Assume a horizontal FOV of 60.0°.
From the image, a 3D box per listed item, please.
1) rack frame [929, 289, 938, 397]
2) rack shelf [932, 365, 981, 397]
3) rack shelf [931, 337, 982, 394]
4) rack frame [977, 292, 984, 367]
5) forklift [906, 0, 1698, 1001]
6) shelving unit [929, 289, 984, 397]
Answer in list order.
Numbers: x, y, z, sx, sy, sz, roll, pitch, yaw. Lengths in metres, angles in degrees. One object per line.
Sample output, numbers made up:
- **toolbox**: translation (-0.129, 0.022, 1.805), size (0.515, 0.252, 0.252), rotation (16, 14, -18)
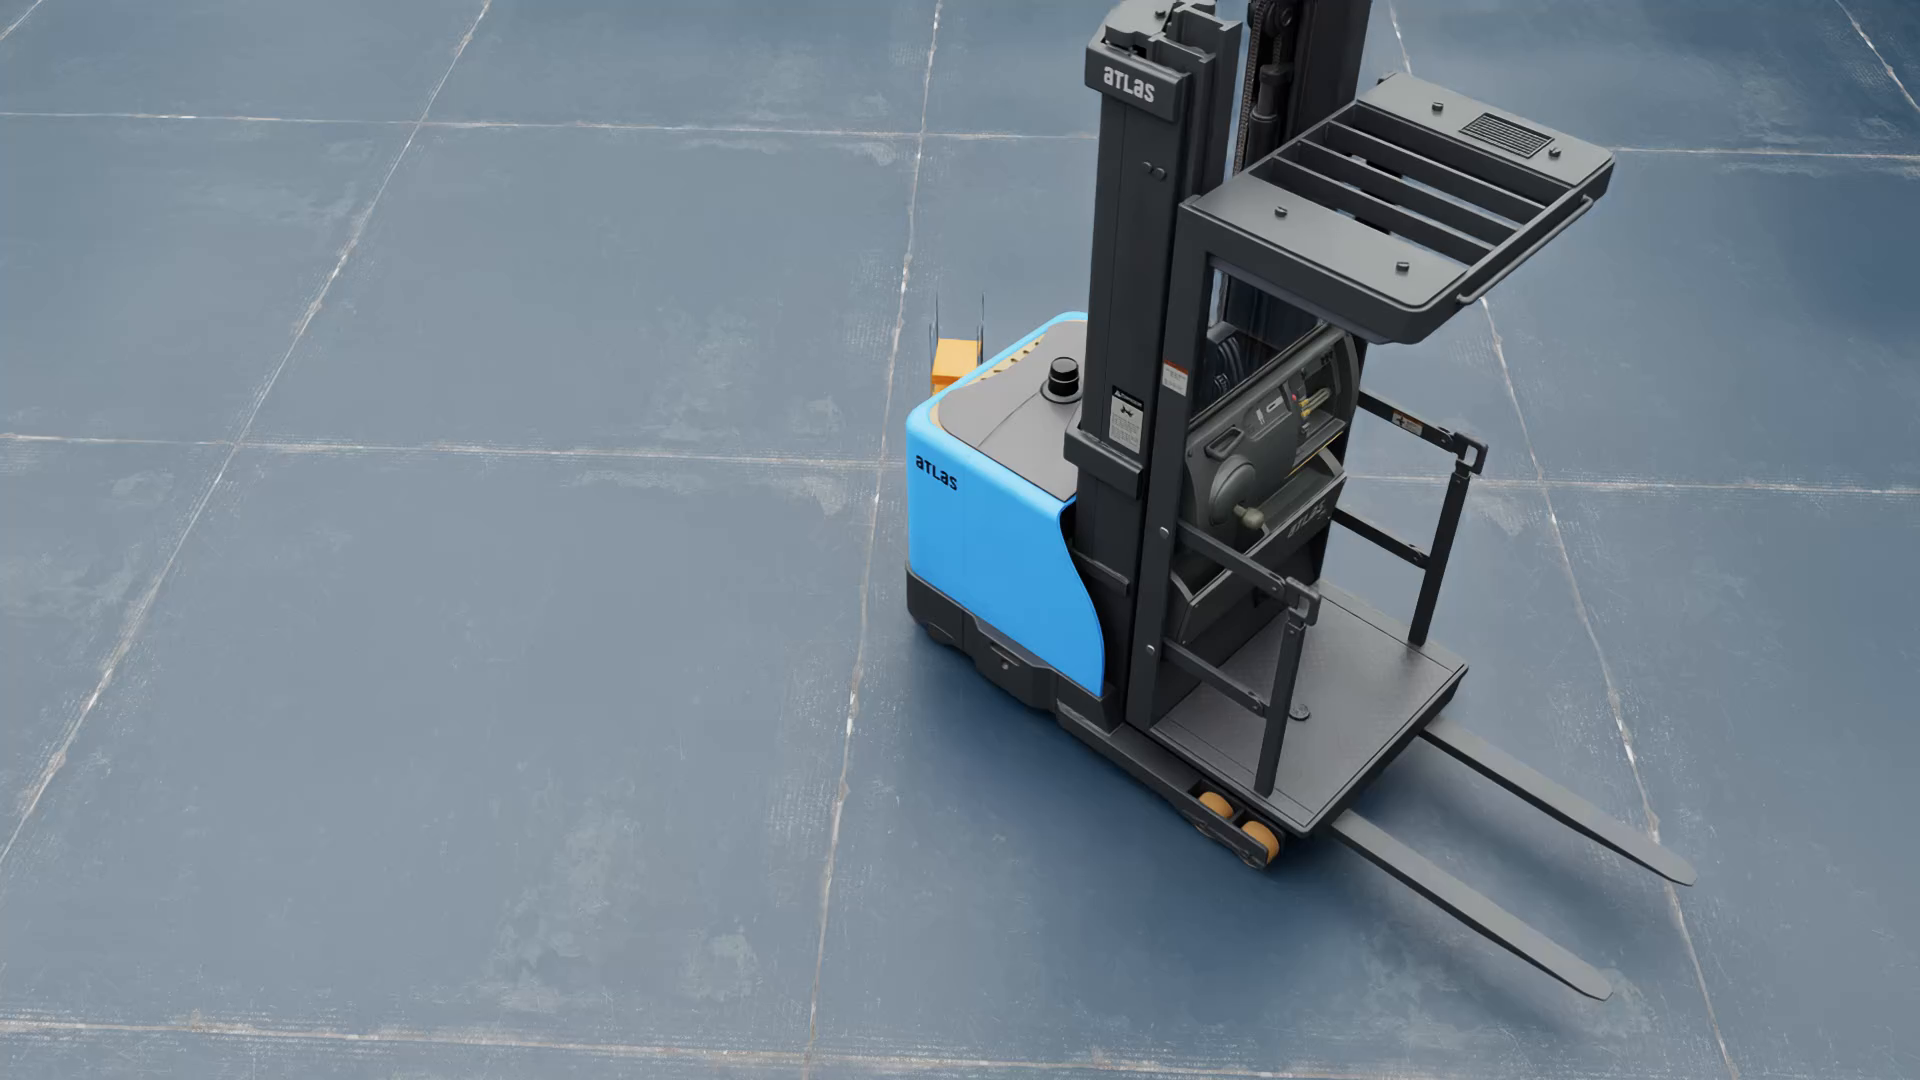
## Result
- **rack frame**: translation (-0.102, -0.469, 6.873), size (0.006, 1.200, 0.240), rotation (4, 43, 4)
- **rack shelf**: translation (-0.011, -0.605, 6.733), size (0.180, 0.103, 0.258), rotation (4, 43, 4)
- **rack shelf**: translation (-0.011, -0.693, 6.651), size (0.180, 0.103, 0.258), rotation (4, 43, 4)
- **rack frame**: translation (0.080, -0.456, 6.859), size (0.006, 1.200, 0.240), rotation (4, 43, 4)
- **forklift**: translation (1.199, -0.302, 5.424), size (3.031, 2.935, 1.130), rotation (33, 52, 30)
- **shelving unit**: translation (-0.011, -0.462, 6.866), size (0.189, 1.200, 0.258), rotation (4, 43, 4)
